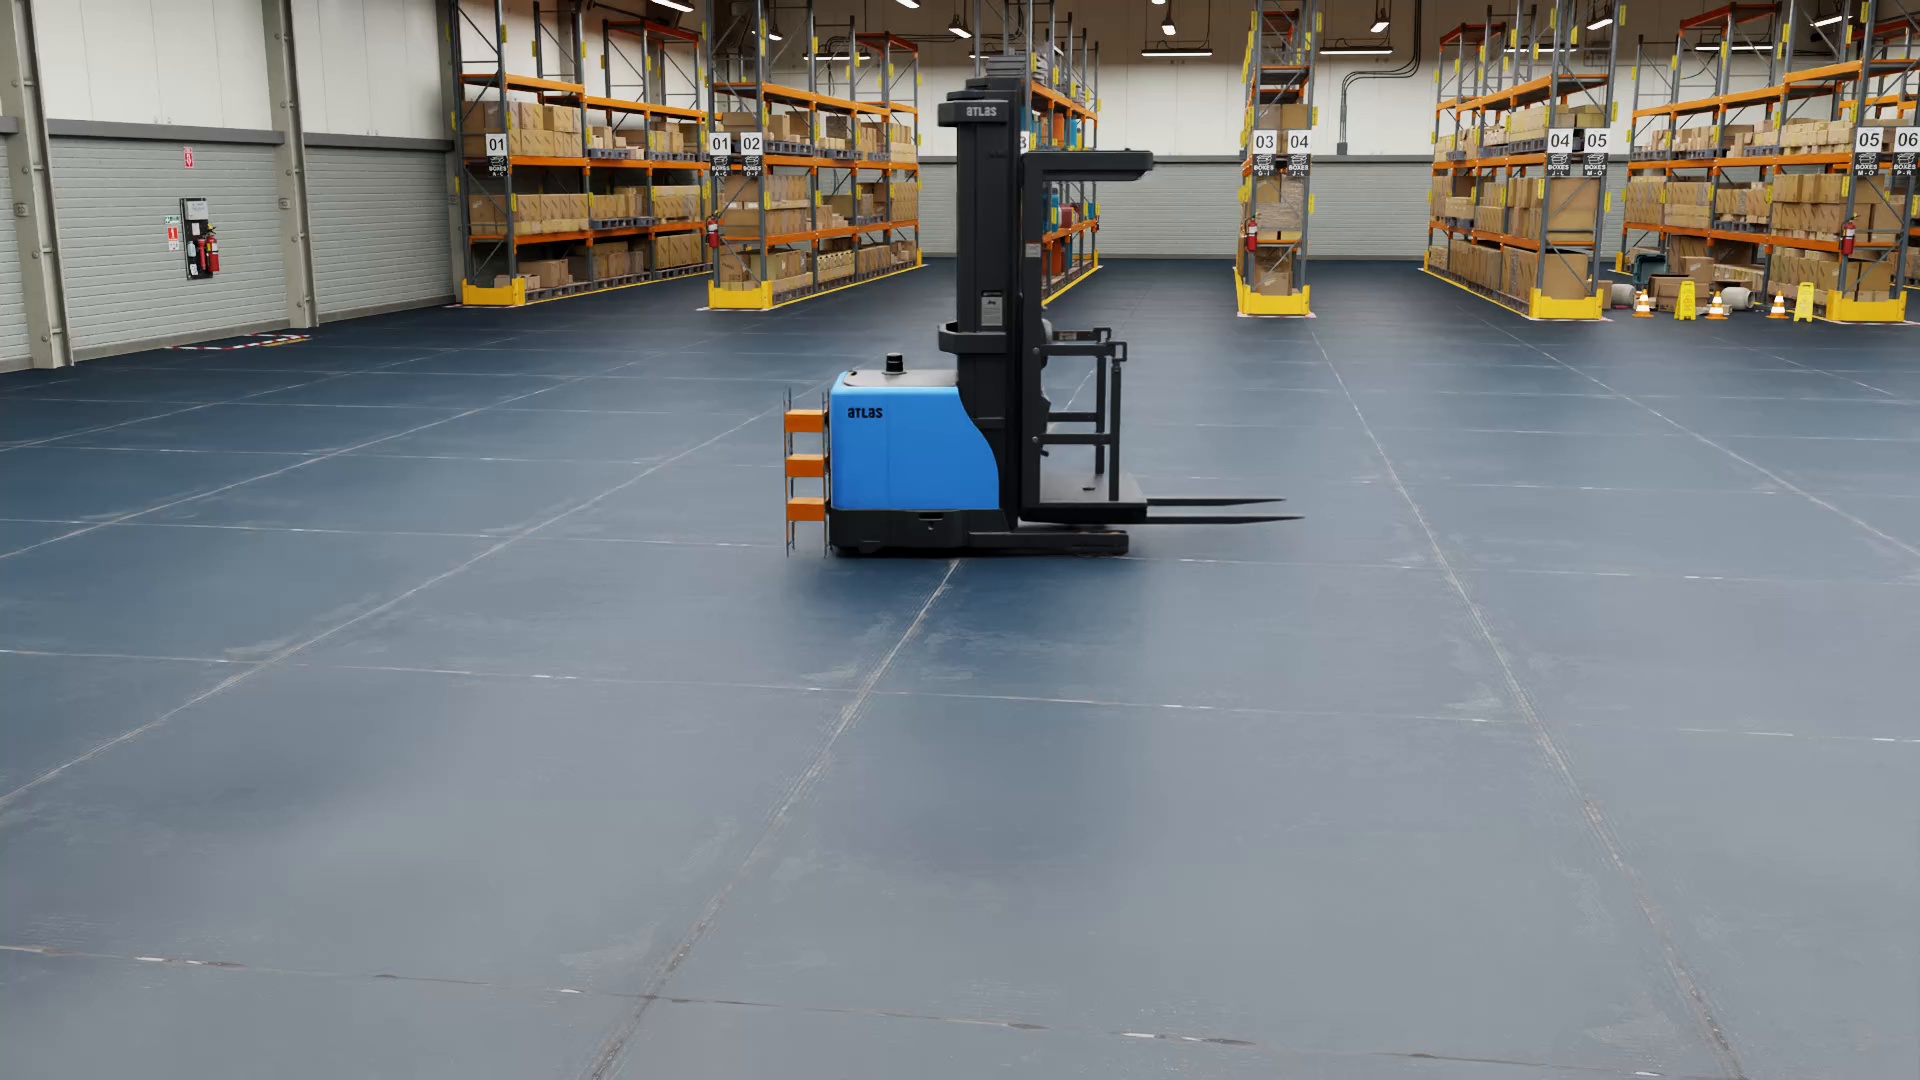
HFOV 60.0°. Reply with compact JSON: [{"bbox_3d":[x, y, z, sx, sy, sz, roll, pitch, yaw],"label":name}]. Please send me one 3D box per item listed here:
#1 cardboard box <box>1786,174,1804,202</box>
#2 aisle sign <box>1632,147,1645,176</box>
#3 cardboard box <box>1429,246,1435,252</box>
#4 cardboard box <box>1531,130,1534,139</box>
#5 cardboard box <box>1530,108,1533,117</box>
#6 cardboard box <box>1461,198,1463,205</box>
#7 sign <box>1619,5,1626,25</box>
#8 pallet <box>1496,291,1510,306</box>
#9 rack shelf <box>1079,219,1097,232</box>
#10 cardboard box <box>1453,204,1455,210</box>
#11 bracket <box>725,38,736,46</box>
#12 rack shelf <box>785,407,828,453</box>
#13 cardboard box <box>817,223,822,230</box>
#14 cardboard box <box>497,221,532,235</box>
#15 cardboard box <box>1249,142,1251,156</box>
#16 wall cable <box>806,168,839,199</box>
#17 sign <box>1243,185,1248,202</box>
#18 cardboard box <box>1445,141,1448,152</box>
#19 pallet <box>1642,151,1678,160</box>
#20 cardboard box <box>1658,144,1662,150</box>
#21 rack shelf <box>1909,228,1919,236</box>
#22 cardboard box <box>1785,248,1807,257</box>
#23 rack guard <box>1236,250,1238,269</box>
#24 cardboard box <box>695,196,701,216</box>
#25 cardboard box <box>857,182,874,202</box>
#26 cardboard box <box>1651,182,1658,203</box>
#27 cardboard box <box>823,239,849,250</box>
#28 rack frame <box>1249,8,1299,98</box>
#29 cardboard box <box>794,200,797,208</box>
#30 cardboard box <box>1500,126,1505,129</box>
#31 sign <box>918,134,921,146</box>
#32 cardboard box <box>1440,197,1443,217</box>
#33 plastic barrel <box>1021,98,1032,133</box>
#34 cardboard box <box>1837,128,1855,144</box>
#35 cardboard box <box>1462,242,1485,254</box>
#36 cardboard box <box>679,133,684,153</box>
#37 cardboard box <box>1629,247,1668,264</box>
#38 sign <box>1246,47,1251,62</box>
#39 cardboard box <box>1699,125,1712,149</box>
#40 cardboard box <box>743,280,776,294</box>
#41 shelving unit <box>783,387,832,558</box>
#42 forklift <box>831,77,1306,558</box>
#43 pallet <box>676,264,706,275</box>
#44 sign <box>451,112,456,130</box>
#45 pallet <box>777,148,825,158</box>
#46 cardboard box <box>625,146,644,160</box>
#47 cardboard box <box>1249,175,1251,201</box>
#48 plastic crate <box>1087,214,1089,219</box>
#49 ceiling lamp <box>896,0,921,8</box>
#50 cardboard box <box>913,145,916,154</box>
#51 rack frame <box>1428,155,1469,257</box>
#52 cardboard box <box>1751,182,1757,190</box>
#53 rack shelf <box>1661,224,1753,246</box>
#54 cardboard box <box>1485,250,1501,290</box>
[{"bbox_3d":[15.582,-6.431,30.399,0.700,0.500,0.500,2,12,7],"label":"cardboard box"},{"bbox_3d":[17.638,-9.835,43.340,0.394,0.787,0.004,2,12,9],"label":"aisle sign"},{"bbox_3d":[12.590,-7.684,43.886,0.380,0.149,0.250,1,12,6],"label":"cardboard box"},{"bbox_3d":[10.419,-7.239,29.704,0.380,0.149,0.250,2,12,8],"label":"cardboard box"},{"bbox_3d":[10.458,-7.682,29.869,0.380,0.149,0.250,2,12,8],"label":"cardboard box"},{"bbox_3d":[11.480,-7.611,37.377,0.380,0.149,0.250,2,12,10],"label":"cardboard box"},{"bbox_3d":[11.093,-8.796,27.856,0.100,0.325,0.005,2,12,9],"label":"sign"},{"bbox_3d":[10.967,-4.663,32.128,1.003,0.211,1.213,2,12,9],"label":"pallet"},{"bbox_3d":[2.920,-8.254,43.880,1.077,0.370,4.000,2,12,9],"label":"rack shelf"},{"bbox_3d":[11.679,-7.734,38.655,0.380,0.149,0.250,2,12,8],"label":"cardboard box"},{"bbox_3d":[-6.715,-14.527,48.498,0.235,0.232,0.430,2,12,9],"label":"bracket"},{"bbox_3d":[-0.957,-0.691,10.409,0.240,0.259,0.215,1,12,5],"label":"rack shelf"},{"bbox_3d":[-3.174,-6.740,35.744,0.380,0.149,0.250,2,12,9],"label":"cardboard box"},{"bbox_3d":[-8.634,-6.040,32.208,0.500,0.250,0.500,2,12,7],"label":"cardboard box"},{"bbox_3d":[5.790,-7.458,31.713,0.500,0.250,0.500,1,12,6],"label":"cardboard box"},{"bbox_3d":[-5.339,-11.923,52.330,3.097,2.526,0.112,2,12,9],"label":"wall cable"},{"bbox_3d":[5.727,-6.946,33.358,0.100,0.325,0.005,2,12,9],"label":"sign"},{"bbox_3d":[12.378,-9.805,41.420,0.500,0.250,0.500,2,12,11],"label":"cardboard box"},{"bbox_3d":[17.624,-9.554,41.294,1.003,0.211,1.213,2,12,9],"label":"pallet"},{"bbox_3d":[17.121,-9.504,40.213,0.380,0.149,0.250,2,12,10],"label":"cardboard box"},{"bbox_3d":[21.896,-6.779,37.039,1.077,0.370,4.000,2,12,9],"label":"rack shelf"},{"bbox_3d":[15.554,-5.342,30.870,0.380,0.149,0.250,2,12,11],"label":"cardboard box"},{"bbox_3d":[8.125,-7.644,45.277,1.175,0.500,0.348,2,12,9],"label":"rack guard"},{"bbox_3d":[-6.999,-8.610,42.834,0.500,0.500,0.500,2,12,8],"label":"cardboard box"},{"bbox_3d":[-2.460,-9.002,43.032,0.500,0.500,0.500,2,12,9],"label":"cardboard box"},{"bbox_3d":[17.184,-8.458,40.508,0.500,0.500,0.500,2,12,8],"label":"cardboard box"},{"bbox_3d":[-2.981,-7.092,39.888,0.500,0.250,0.500,2,12,11],"label":"cardboard box"},{"bbox_3d":[6.891,-10.129,36.632,1.000,3.000,0.127,2,12,9],"label":"rack frame"},{"bbox_3d":[-3.501,-6.776,33.536,0.380,0.149,0.250,2,12,8],"label":"cardboard box"},{"bbox_3d":[12.190,-9.086,36.860,0.396,0.266,0.258,2,12,9],"label":"cardboard box"},{"bbox_3d":[-1.121,-11.060,45.972,0.100,0.325,0.005,2,12,9],"label":"sign"},{"bbox_3d":[12.345,-8.363,41.733,0.500,0.500,0.500,2,12,8],"label":"cardboard box"},{"bbox_3d":[1.123,-8.237,32.786,0.600,0.901,0.708,2,12,9],"label":"plastic barrel"},{"bbox_3d":[15.265,-6.863,28.249,0.500,0.250,0.500,2,12,8],"label":"cardboard box"},{"bbox_3d":[11.689,-6.620,37.750,0.500,0.250,0.500,2,12,9],"label":"cardboard box"},{"bbox_3d":[-7.421,-10.061,42.155,0.700,0.500,0.500,1,12,6],"label":"cardboard box"},{"bbox_3d":[17.911,-7.352,43.074,0.875,0.438,0.875,1,12,7],"label":"cardboard box"},{"bbox_3d":[6.342,-10.680,36.596,0.100,0.325,0.005,2,12,9],"label":"sign"},{"bbox_3d":[16.647,-8.808,36.388,0.700,0.500,0.500,1,12,6],"label":"cardboard box"},{"bbox_3d":[-3.825,-4.818,31.759,0.500,0.250,0.500,2,12,9],"label":"cardboard box"},{"bbox_3d":[-0.957,-0.424,10.467,0.252,1.050,0.215,1,12,5],"label":"shelving unit"},{"bbox_3d":[0.695,-1.431,10.674,3.031,2.935,1.130,0,12,0],"label":"forklift"},{"bbox_3d":[-7.221,-6.984,42.899,1.003,0.211,1.213,2,12,9],"label":"pallet"},{"bbox_3d":[-9.568,-7.933,31.464,0.100,0.325,0.005,2,12,9],"label":"sign"},{"bbox_3d":[-3.389,-8.242,35.451,0.805,0.209,1.217,1,12,6],"label":"pallet"},{"bbox_3d":[-7.636,-8.951,38.453,0.500,0.311,0.500,2,12,9],"label":"cardboard box"},{"bbox_3d":[5.802,-6.753,31.890,0.500,0.500,0.500,2,12,9],"label":"cardboard box"},{"bbox_3d":[3.281,-8.747,44.942,0.396,0.136,0.243,2,12,9],"label":"plastic crate"},{"bbox_3d":[-0.863,-12.355,33.106,0.800,3.185,2.000,2,12,9],"label":"ceiling lamp"},{"bbox_3d":[-1.494,-10.705,45.596,0.500,0.250,0.500,2,12,9],"label":"cardboard box"},{"bbox_3d":[13.007,-8.679,44.148,1.000,3.000,0.127,2,12,9],"label":"rack frame"},{"bbox_3d":[16.028,-7.064,33.171,0.380,0.149,0.250,1,12,6],"label":"cardboard box"},{"bbox_3d":[16.990,-6.939,37.781,1.077,0.370,4.000,2,12,9],"label":"rack shelf"},{"bbox_3d":[11.168,-5.419,33.362,1.050,0.750,0.750,2,12,8],"label":"cardboard box"}]
